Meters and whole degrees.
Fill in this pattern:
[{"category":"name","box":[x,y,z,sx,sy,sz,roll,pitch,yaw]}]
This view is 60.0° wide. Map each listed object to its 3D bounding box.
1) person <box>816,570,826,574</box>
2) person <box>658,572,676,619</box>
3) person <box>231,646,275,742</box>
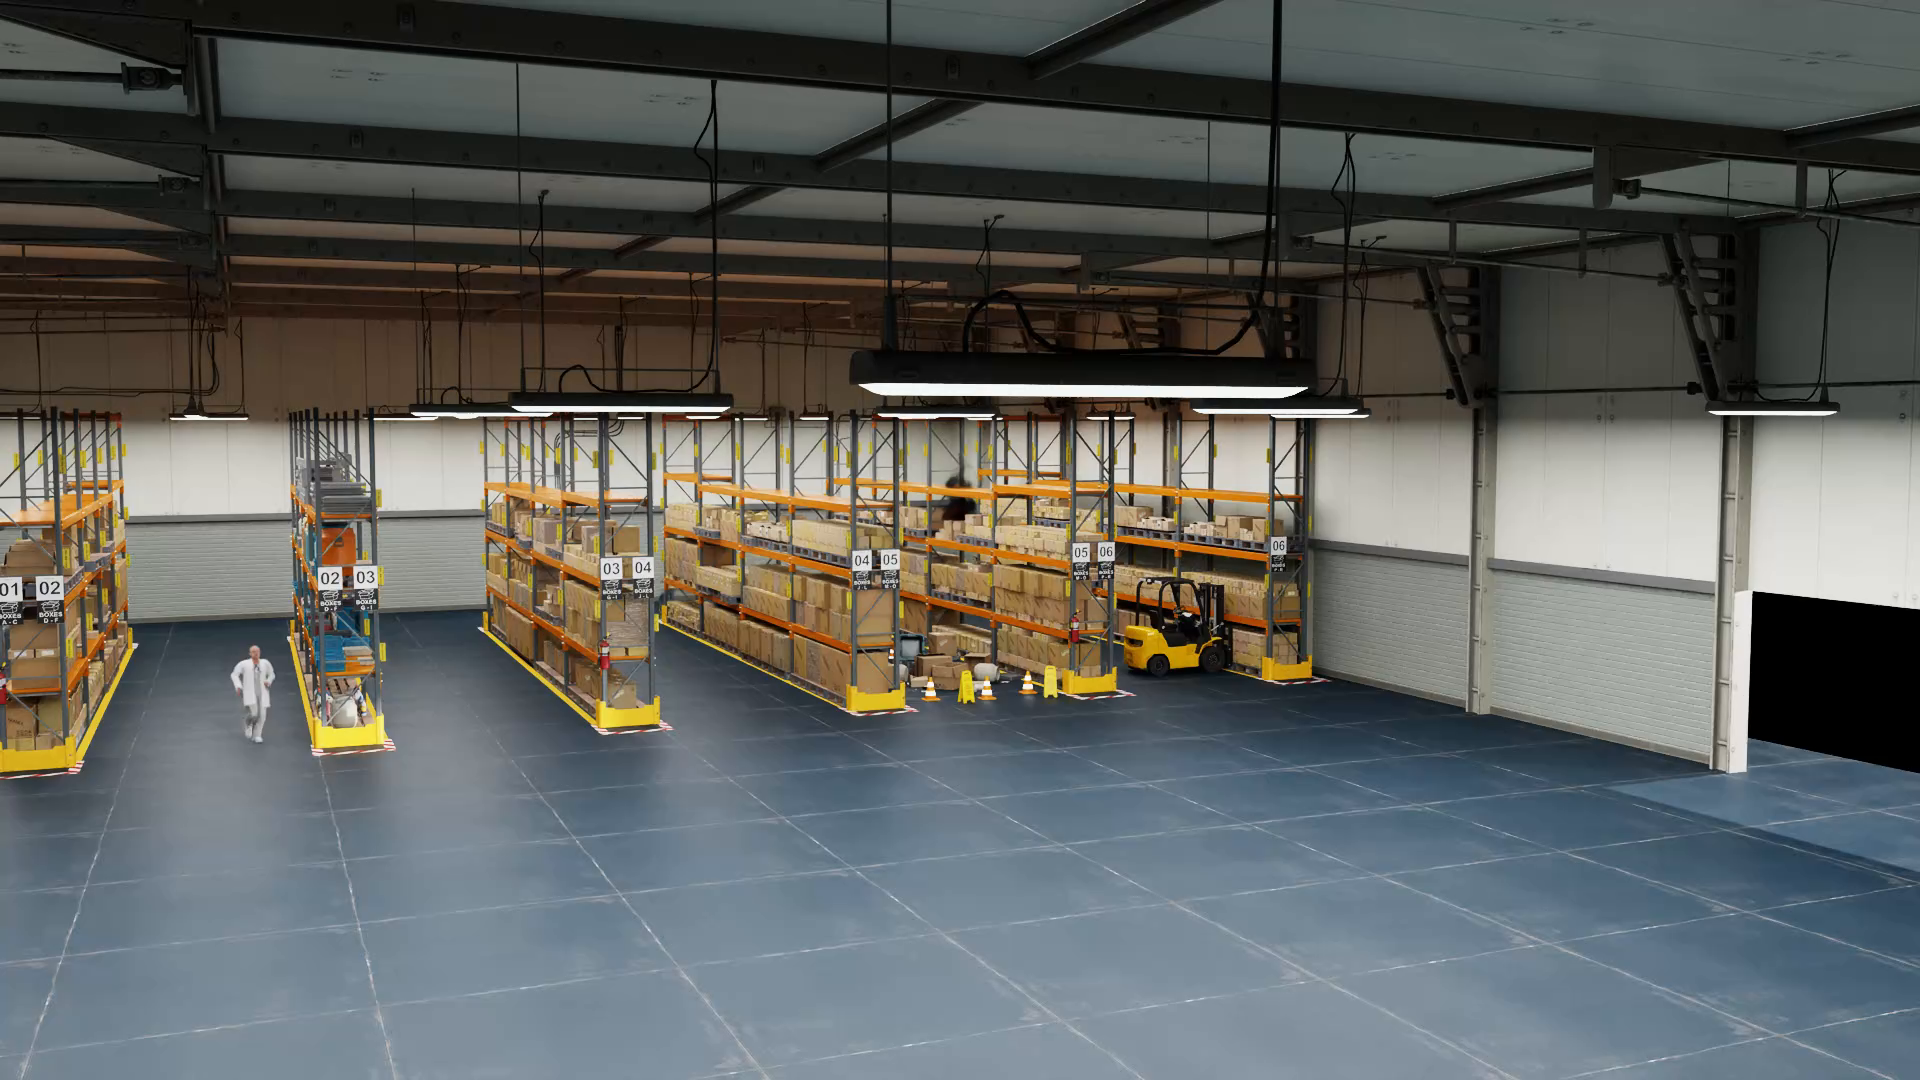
[{"category":"person","box":[-4.192,1.296,51.238,0.632,1.674,0.674,-2,4,-22]},{"category":"person","box":[-8.507,1.446,48.893,0.768,1.822,0.694,-3,5,-35]},{"category":"person","box":[-12.622,2.767,29.813,0.704,1.732,0.628,-3,5,-38]}]
